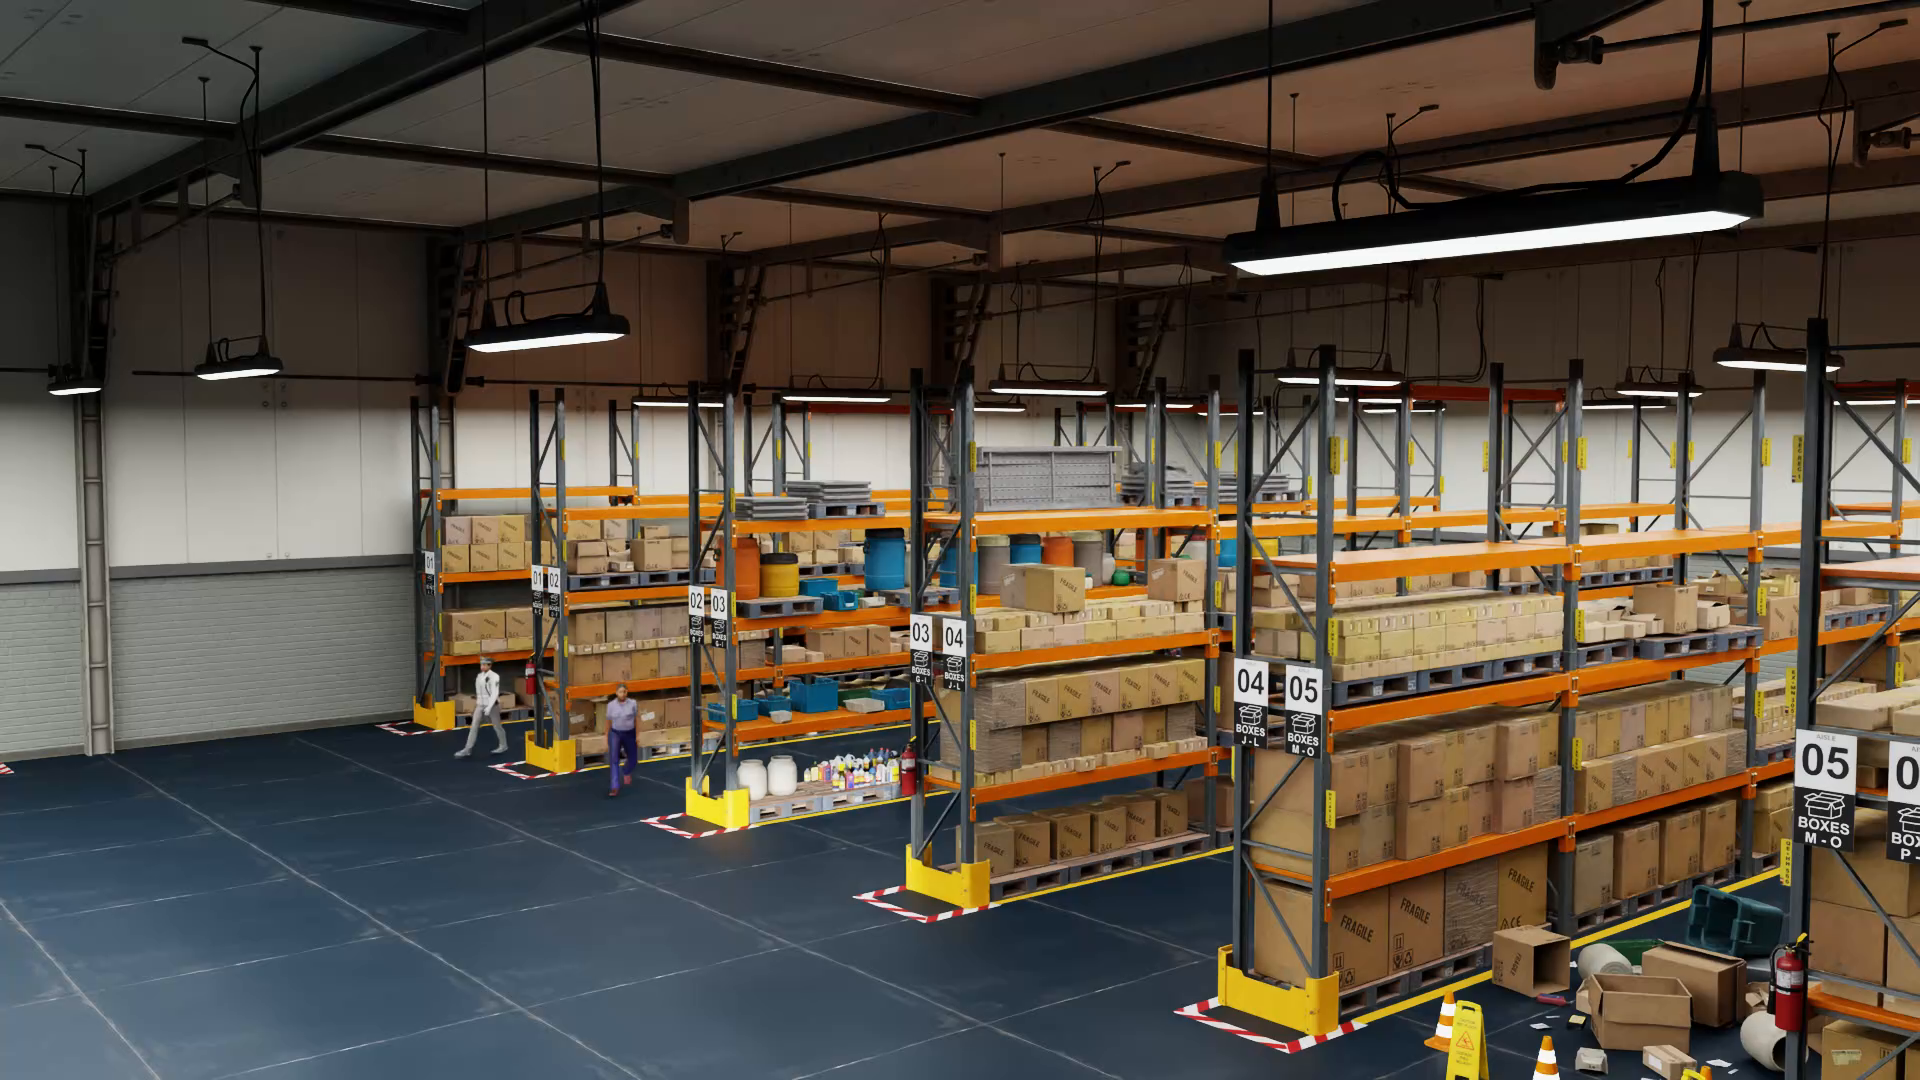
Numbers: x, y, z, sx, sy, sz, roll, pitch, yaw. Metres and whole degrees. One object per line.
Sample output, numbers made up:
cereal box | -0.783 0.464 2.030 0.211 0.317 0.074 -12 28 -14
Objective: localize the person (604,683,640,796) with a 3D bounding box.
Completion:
person | -4.989 2.903 24.550 0.508 1.608 0.884 -1 4 -17

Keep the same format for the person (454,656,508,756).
person | -7.801 2.717 27.226 0.521 1.635 0.947 1 4 22
